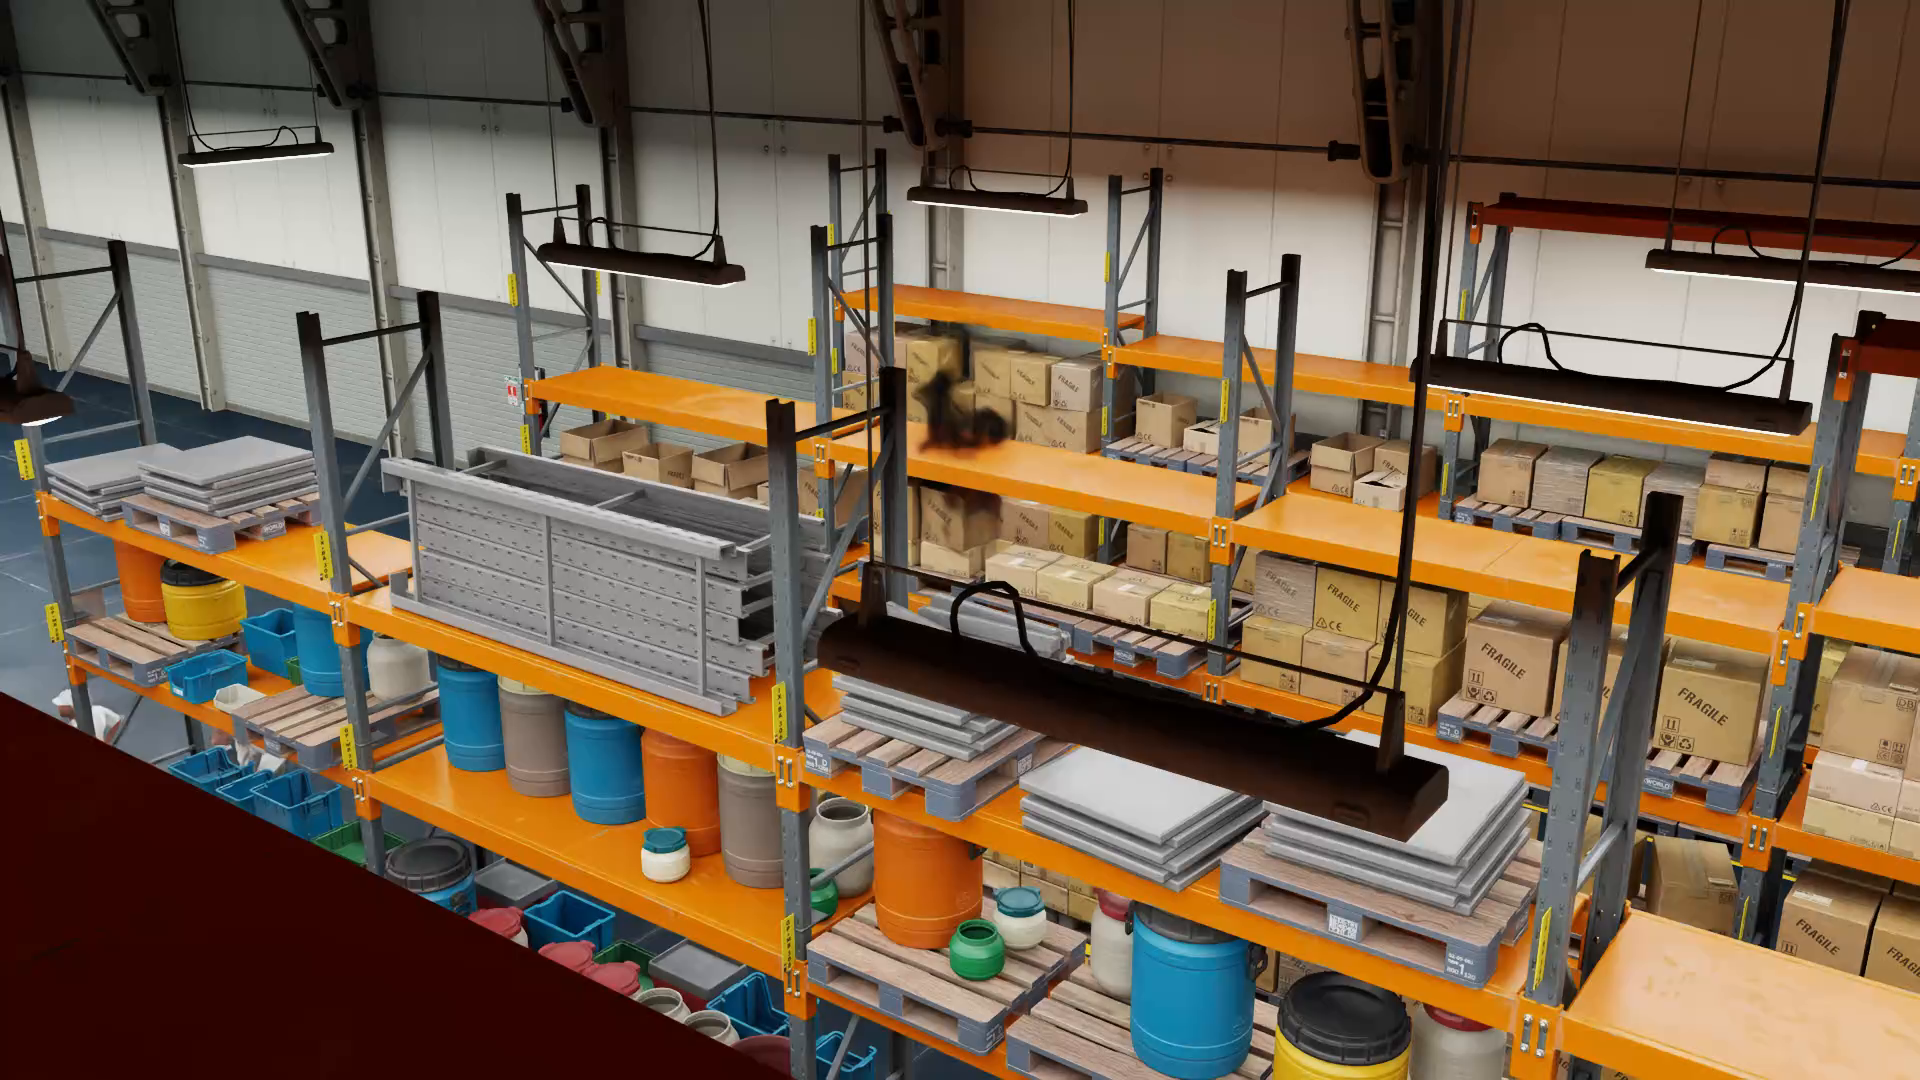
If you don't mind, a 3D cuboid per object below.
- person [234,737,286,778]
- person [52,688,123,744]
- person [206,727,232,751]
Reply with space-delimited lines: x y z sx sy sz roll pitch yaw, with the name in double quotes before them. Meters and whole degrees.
"person" -6.711 2.171 15.924 0.646 1.755 0.714 3 19 10
"person" -8.257 2.218 15.765 0.699 1.792 0.710 -1 19 -4
"person" -7.825 1.514 17.972 0.891 1.681 0.564 -8 20 -23
